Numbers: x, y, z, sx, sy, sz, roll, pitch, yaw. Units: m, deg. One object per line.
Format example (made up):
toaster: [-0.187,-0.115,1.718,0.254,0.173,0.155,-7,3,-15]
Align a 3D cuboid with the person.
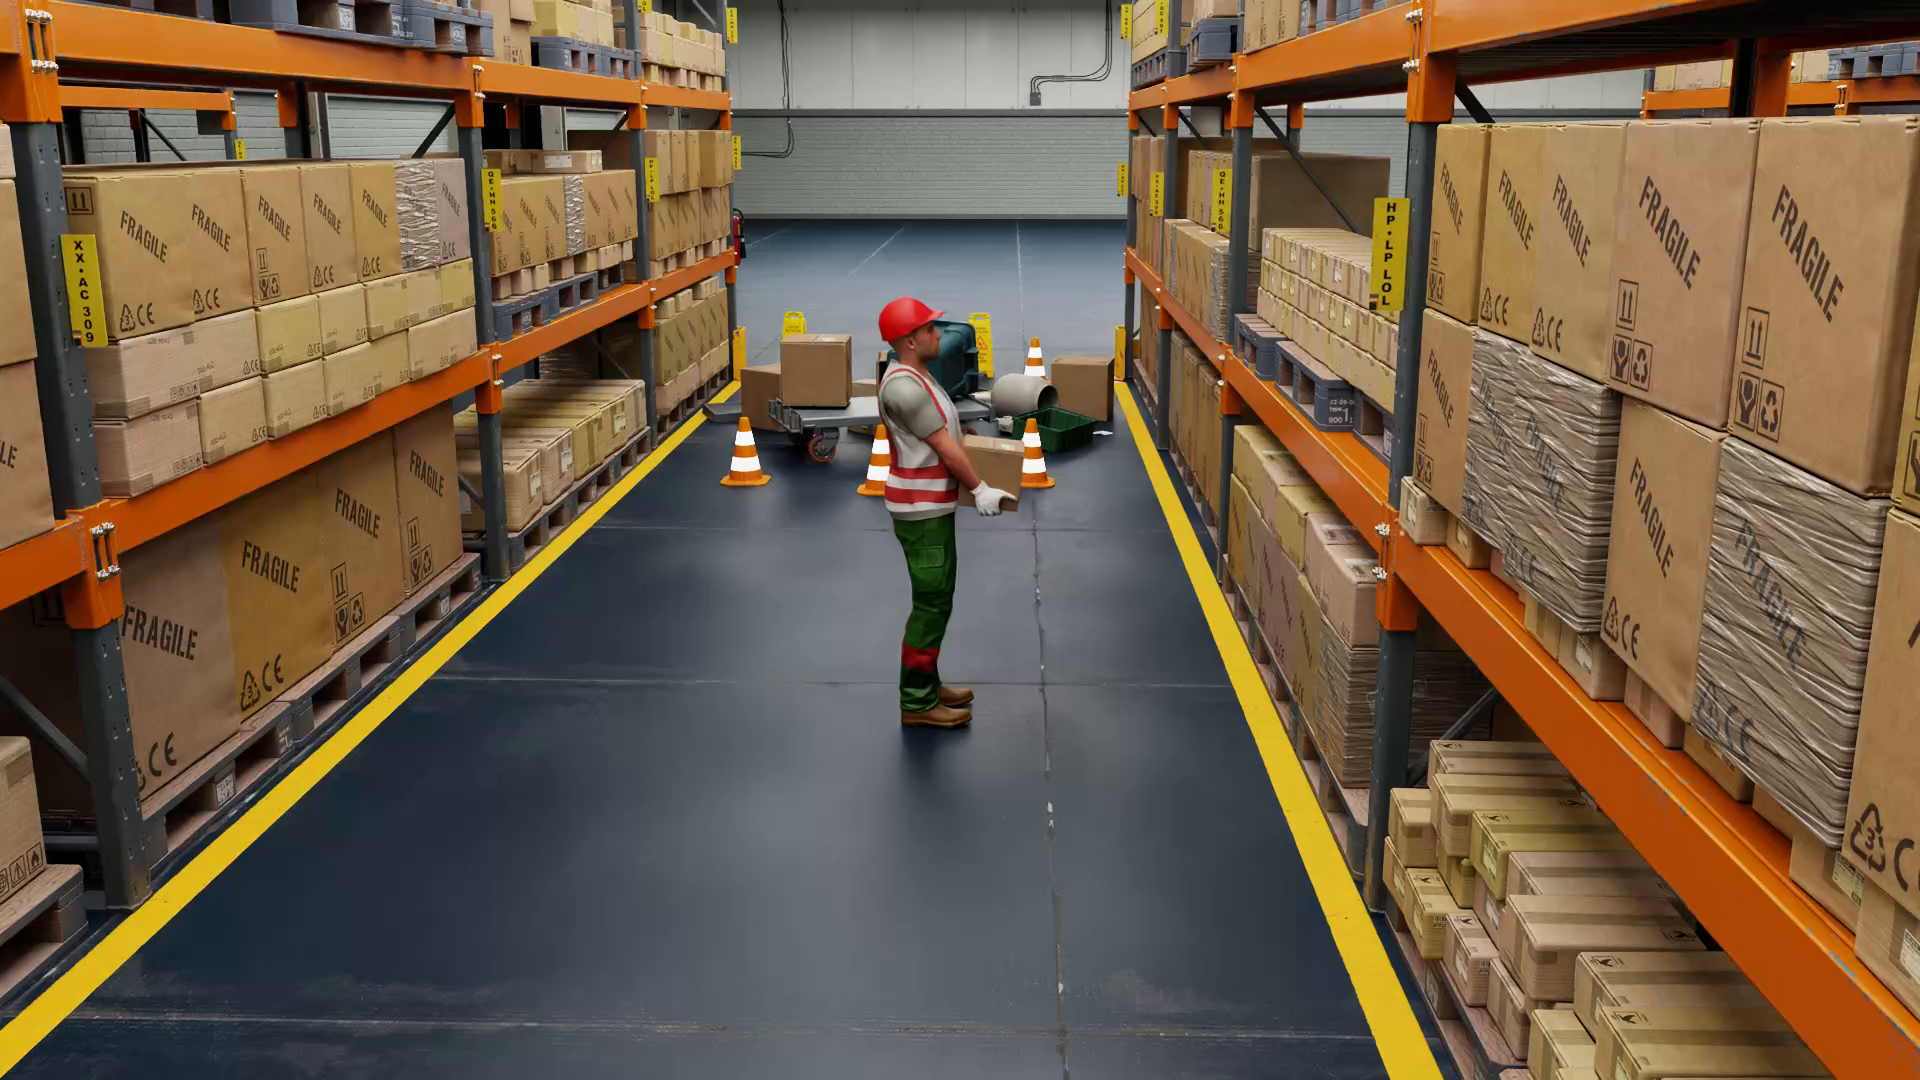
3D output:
person: [-0.046,-0.119,6.947,0.574,1.782,0.493,0,14,2]
